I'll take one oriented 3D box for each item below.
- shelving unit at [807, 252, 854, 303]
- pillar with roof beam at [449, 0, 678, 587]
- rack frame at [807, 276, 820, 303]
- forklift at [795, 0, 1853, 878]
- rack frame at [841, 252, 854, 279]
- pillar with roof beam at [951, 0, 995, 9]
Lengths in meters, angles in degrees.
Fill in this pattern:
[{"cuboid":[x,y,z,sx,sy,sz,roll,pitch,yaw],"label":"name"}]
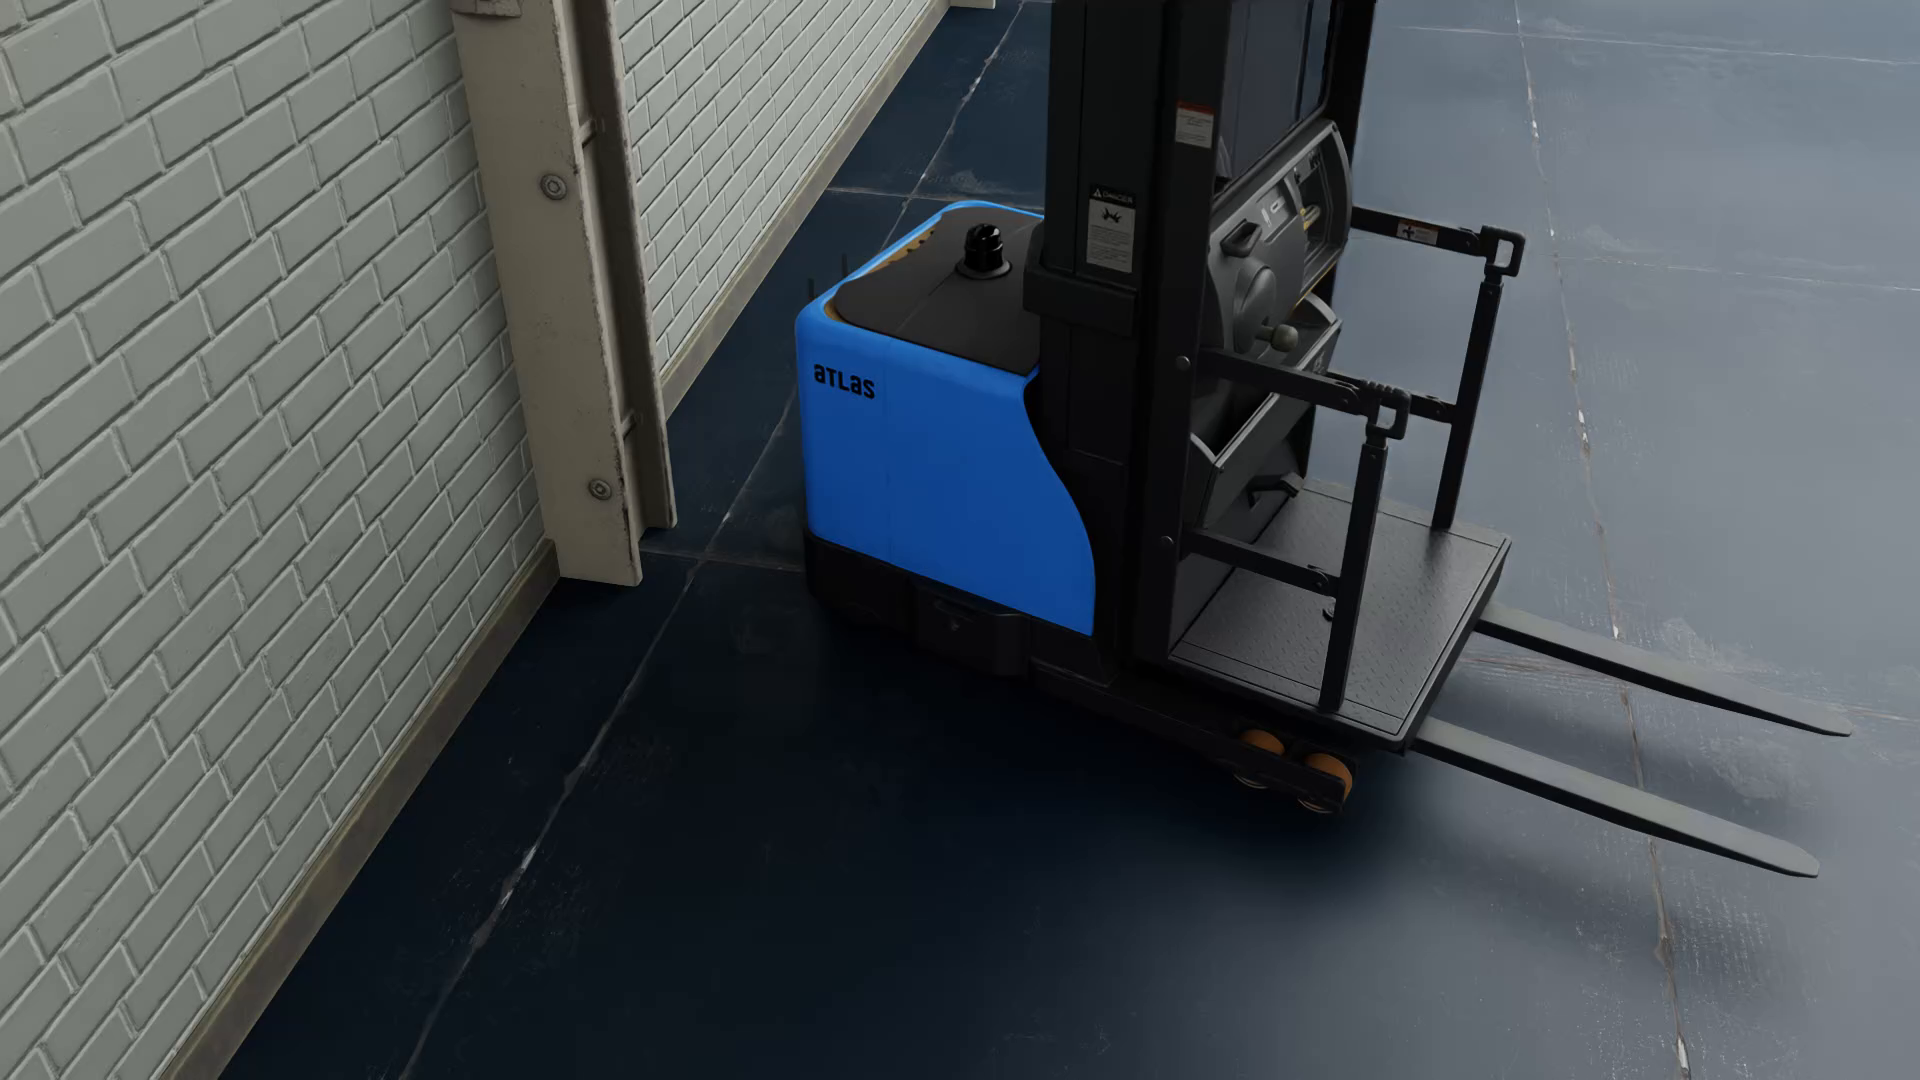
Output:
[{"cuboid":[-0.339,-0.507,5.683,0.258,0.900,0.210,18,40,23],"label":"shelving unit"},{"cuboid":[3.022,-3.082,2.334,9.100,9.000,0.400,7,37,10],"label":"pillar with roof beam"},{"cuboid":[-0.389,-0.455,5.611,0.240,0.900,0.006,18,40,23],"label":"rack frame"},{"cuboid":[1.030,-0.776,4.323,3.031,2.935,1.130,19,40,24],"label":"forklift"},{"cuboid":[-0.289,-0.559,5.755,0.240,0.900,0.006,18,40,23],"label":"rack frame"},{"cuboid":[4.304,-6.521,7.080,9.100,9.000,0.400,7,37,10],"label":"pillar with roof beam"}]
